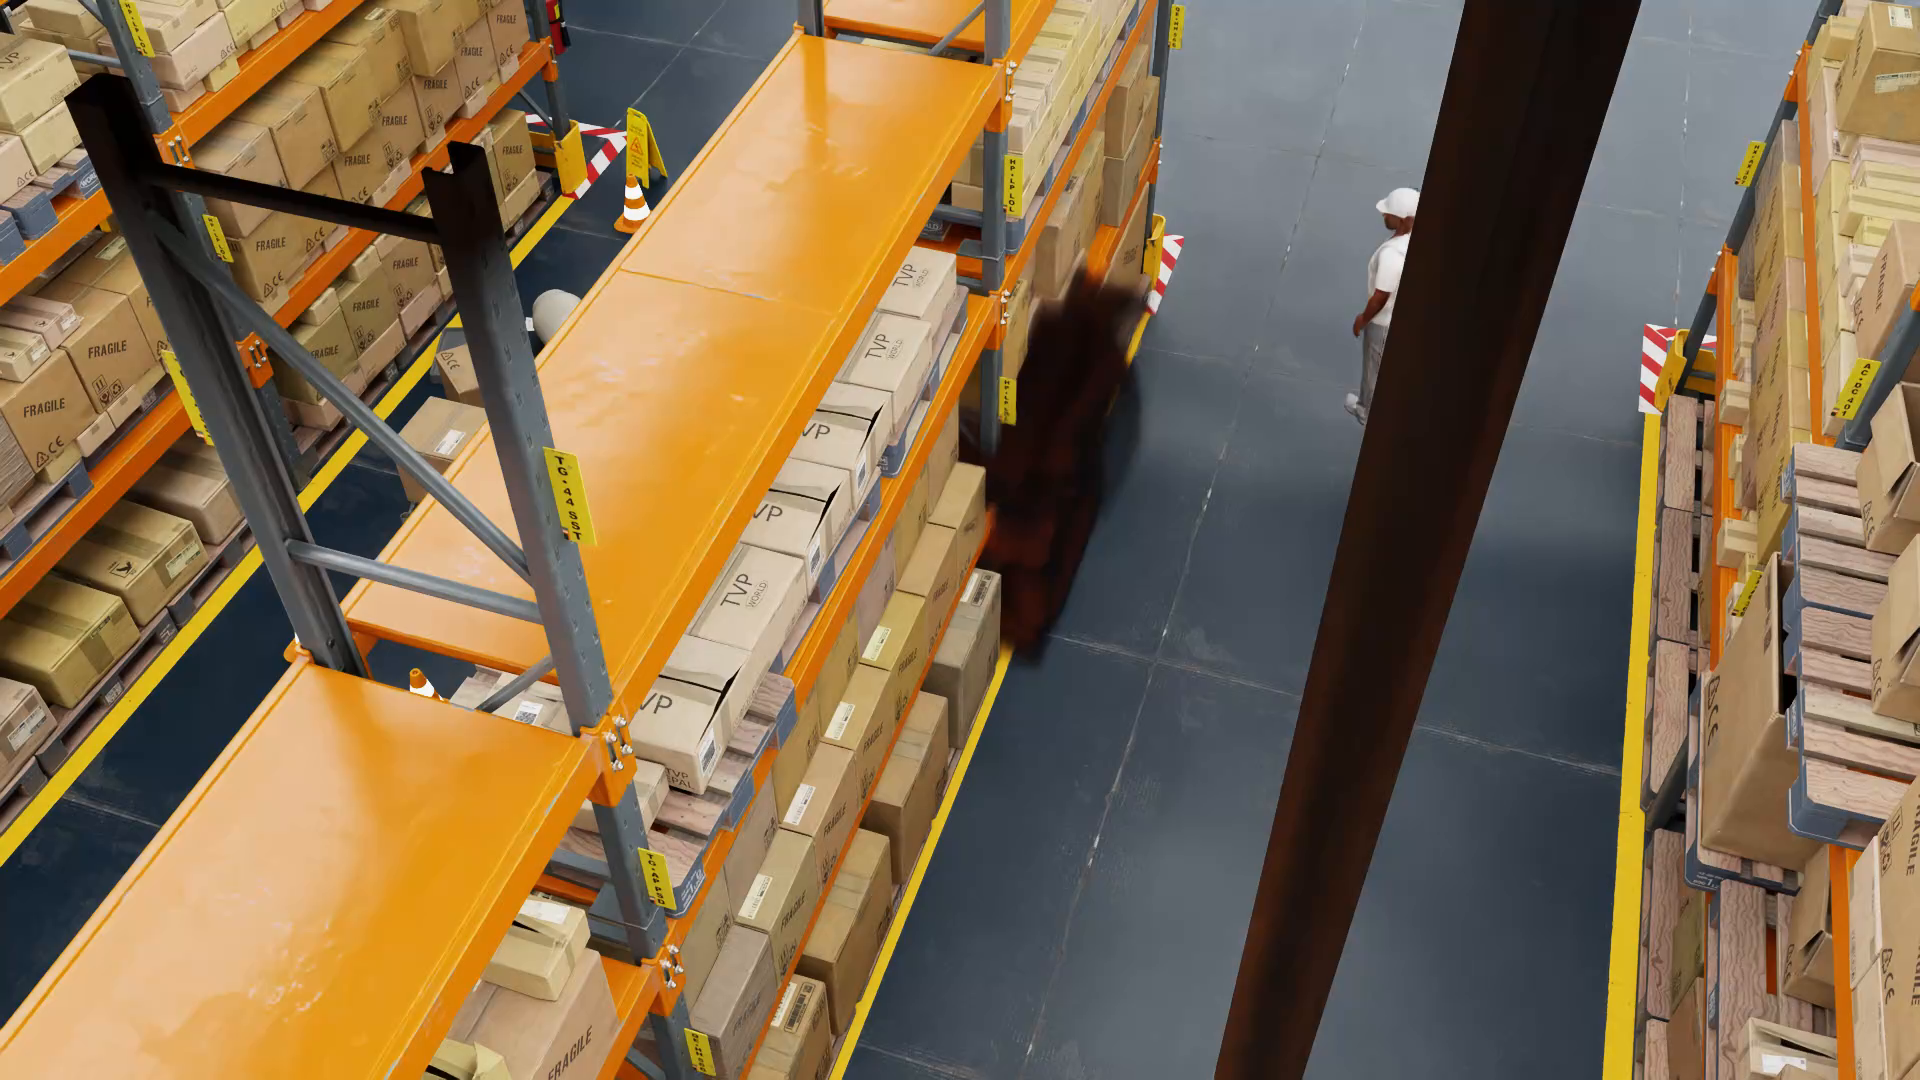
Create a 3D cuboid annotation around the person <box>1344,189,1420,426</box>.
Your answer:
[{"bbox_3d":[2.826,-1.522,10.977,0.602,1.775,0.446,-35,55,-29],"label":"person"}]
